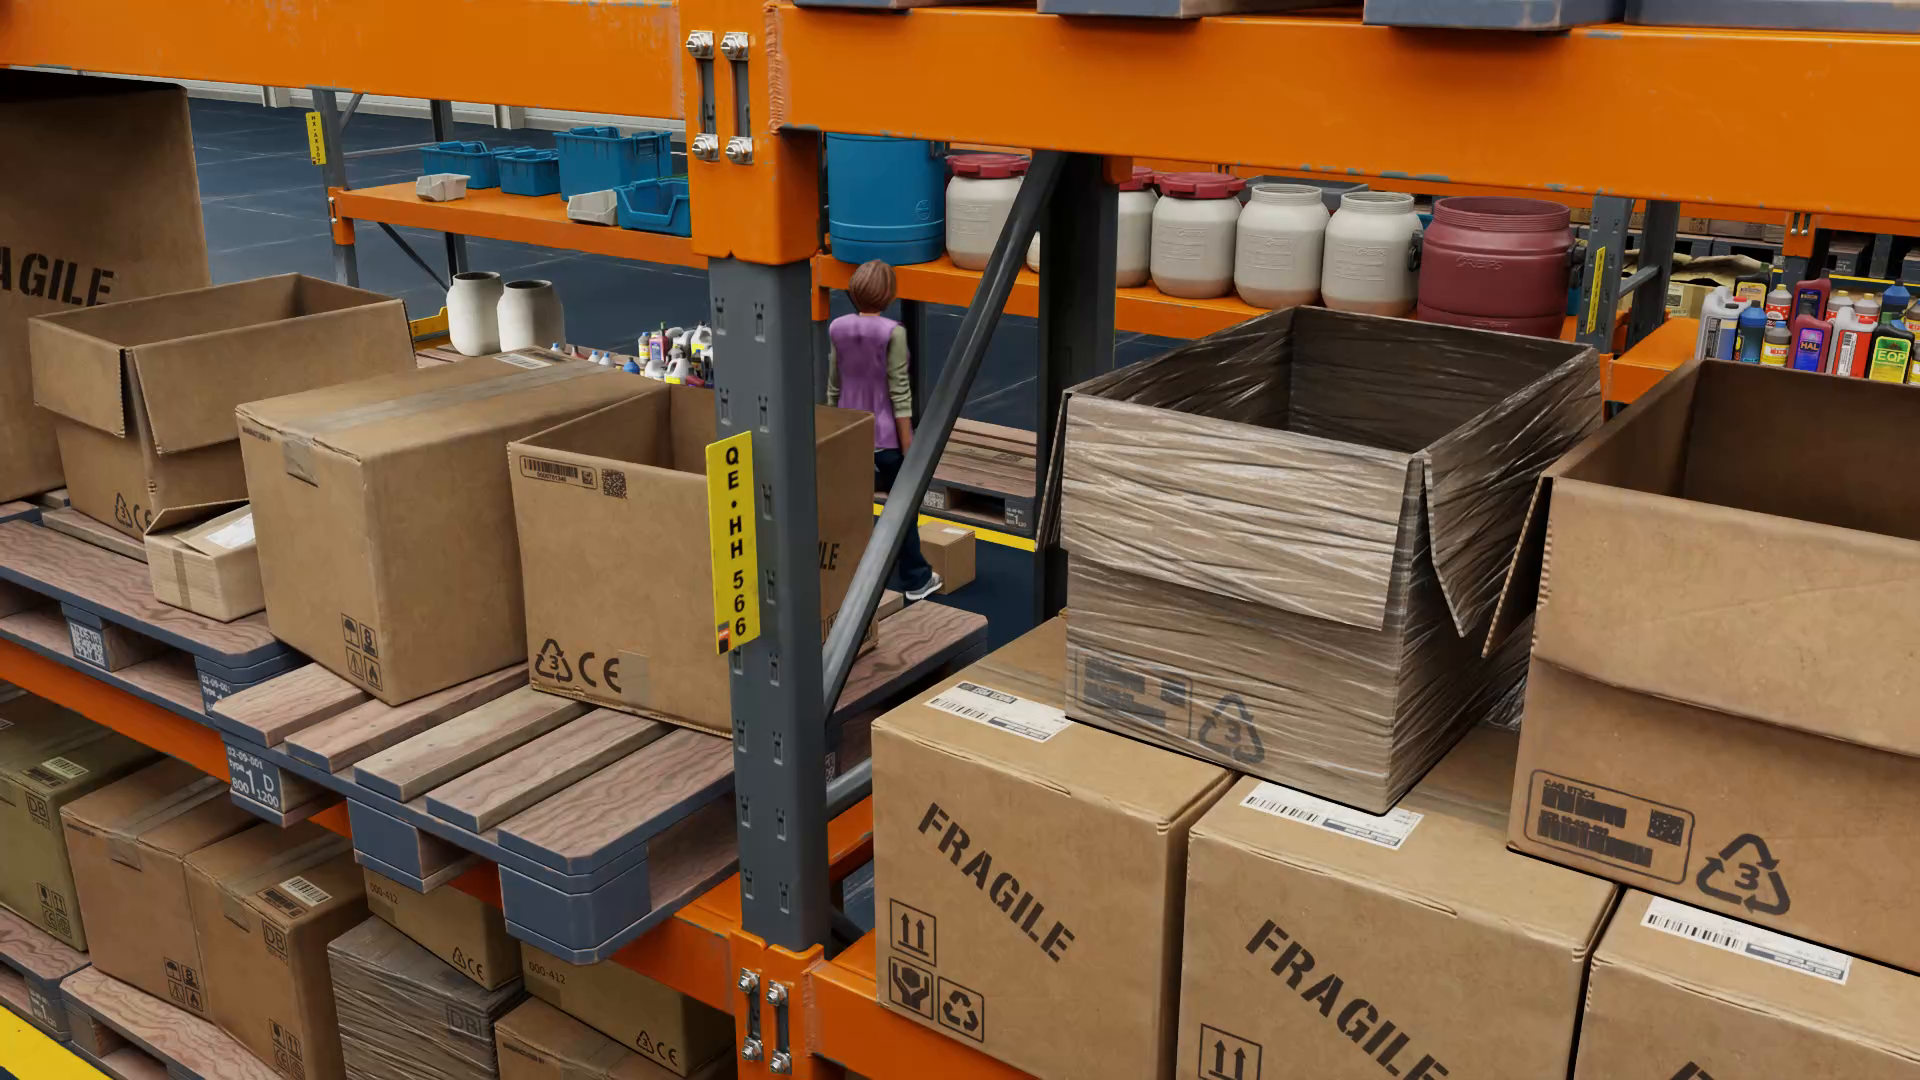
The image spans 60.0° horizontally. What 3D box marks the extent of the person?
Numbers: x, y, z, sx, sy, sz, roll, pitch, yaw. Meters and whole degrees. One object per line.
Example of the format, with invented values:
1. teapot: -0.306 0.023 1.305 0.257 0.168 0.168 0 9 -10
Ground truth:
1. person: -0.345 -0.449 7.294 0.429 1.590 0.637 8 21 20
